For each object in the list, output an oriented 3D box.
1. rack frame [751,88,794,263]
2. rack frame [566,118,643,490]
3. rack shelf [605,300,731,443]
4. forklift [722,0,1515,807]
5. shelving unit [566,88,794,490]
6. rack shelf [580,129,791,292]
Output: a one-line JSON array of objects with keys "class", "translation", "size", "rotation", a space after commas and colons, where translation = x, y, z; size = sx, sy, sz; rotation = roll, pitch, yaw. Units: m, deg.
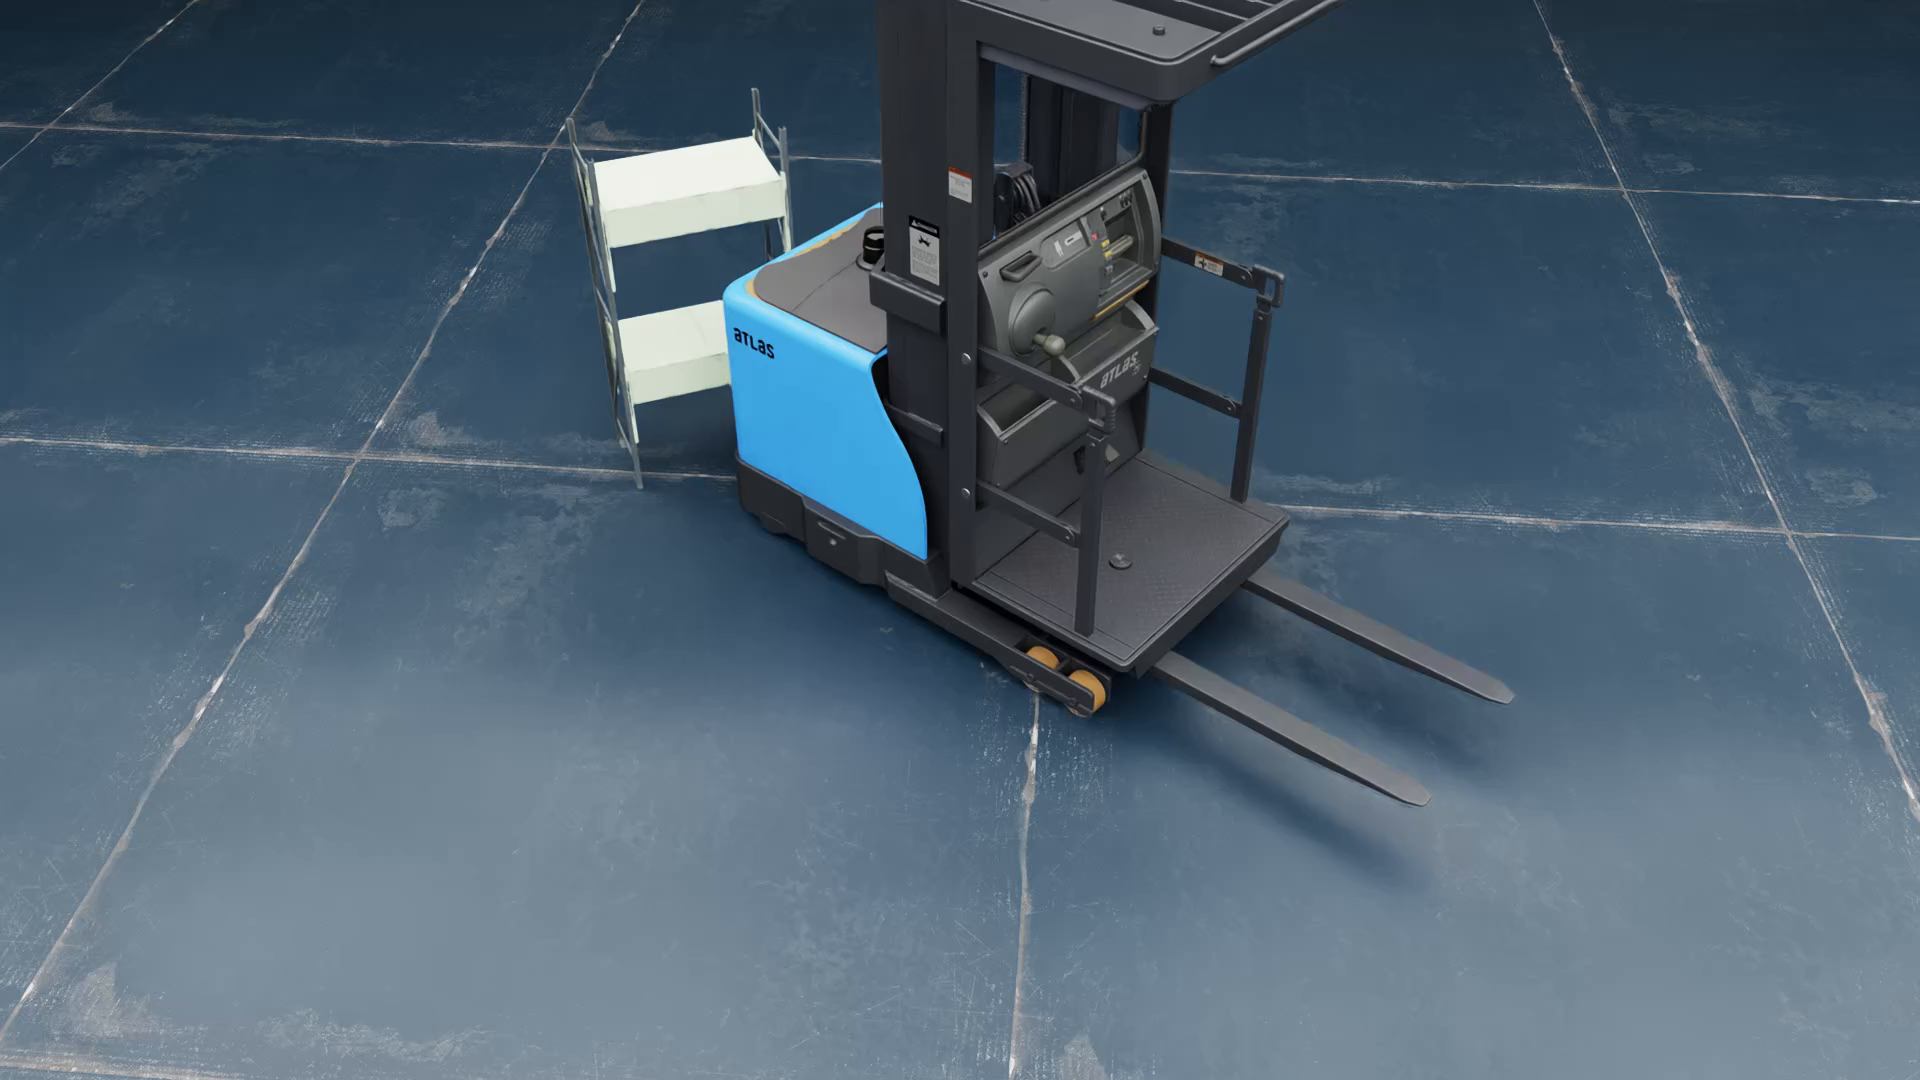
[{"class": "rack frame", "translation": [-0.740, -1.085, 6.894], "size": [0.023, 1.500, 0.400], "rotation": [-14, 41, -17]}, {"class": "rack frame", "translation": [-1.420, -0.914, 6.685], "size": [0.023, 1.500, 0.400], "rotation": [-14, 41, -17]}, {"class": "rack shelf", "translation": [-1.080, -0.746, 6.995], "size": [0.720, 0.370, 0.431], "rotation": [-14, 41, -17]}, {"class": "forklift", "translation": [0.545, -0.883, 5.512], "size": [3.031, 2.935, 1.130], "rotation": [28, 47, 30]}, {"class": "shelving unit", "translation": [-1.080, -0.999, 6.789], "size": [0.755, 1.500, 0.431], "rotation": [-14, 41, -17]}, {"class": "rack shelf", "translation": [-1.080, -1.302, 6.543], "size": [0.720, 0.370, 0.431], "rotation": [-14, 41, -17]}]
